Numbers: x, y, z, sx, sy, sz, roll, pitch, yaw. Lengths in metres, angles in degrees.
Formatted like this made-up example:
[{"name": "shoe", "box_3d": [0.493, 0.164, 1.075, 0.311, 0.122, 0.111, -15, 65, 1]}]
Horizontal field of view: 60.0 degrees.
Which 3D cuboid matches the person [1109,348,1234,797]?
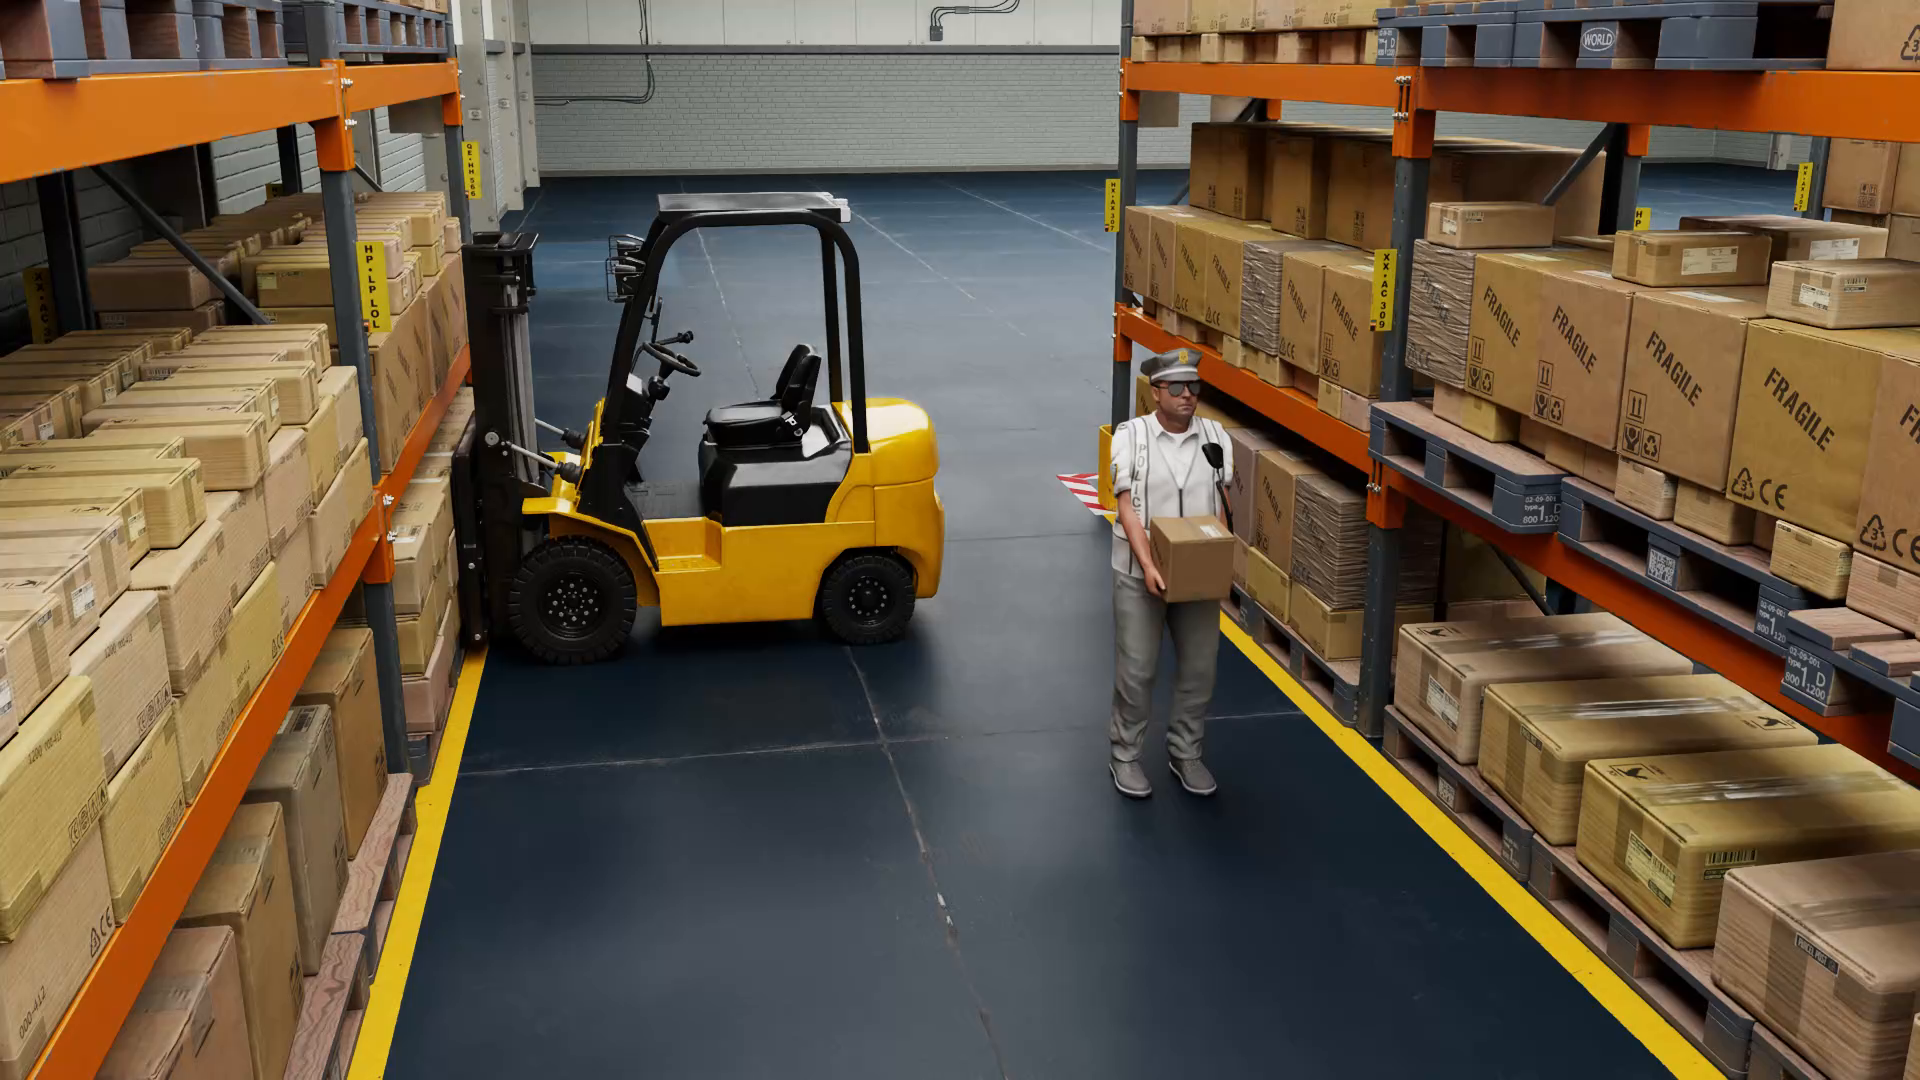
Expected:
[{"name": "person", "box_3d": [0.848, 0.141, 6.509, 0.494, 1.763, 0.572, -3, 17, -11]}]
